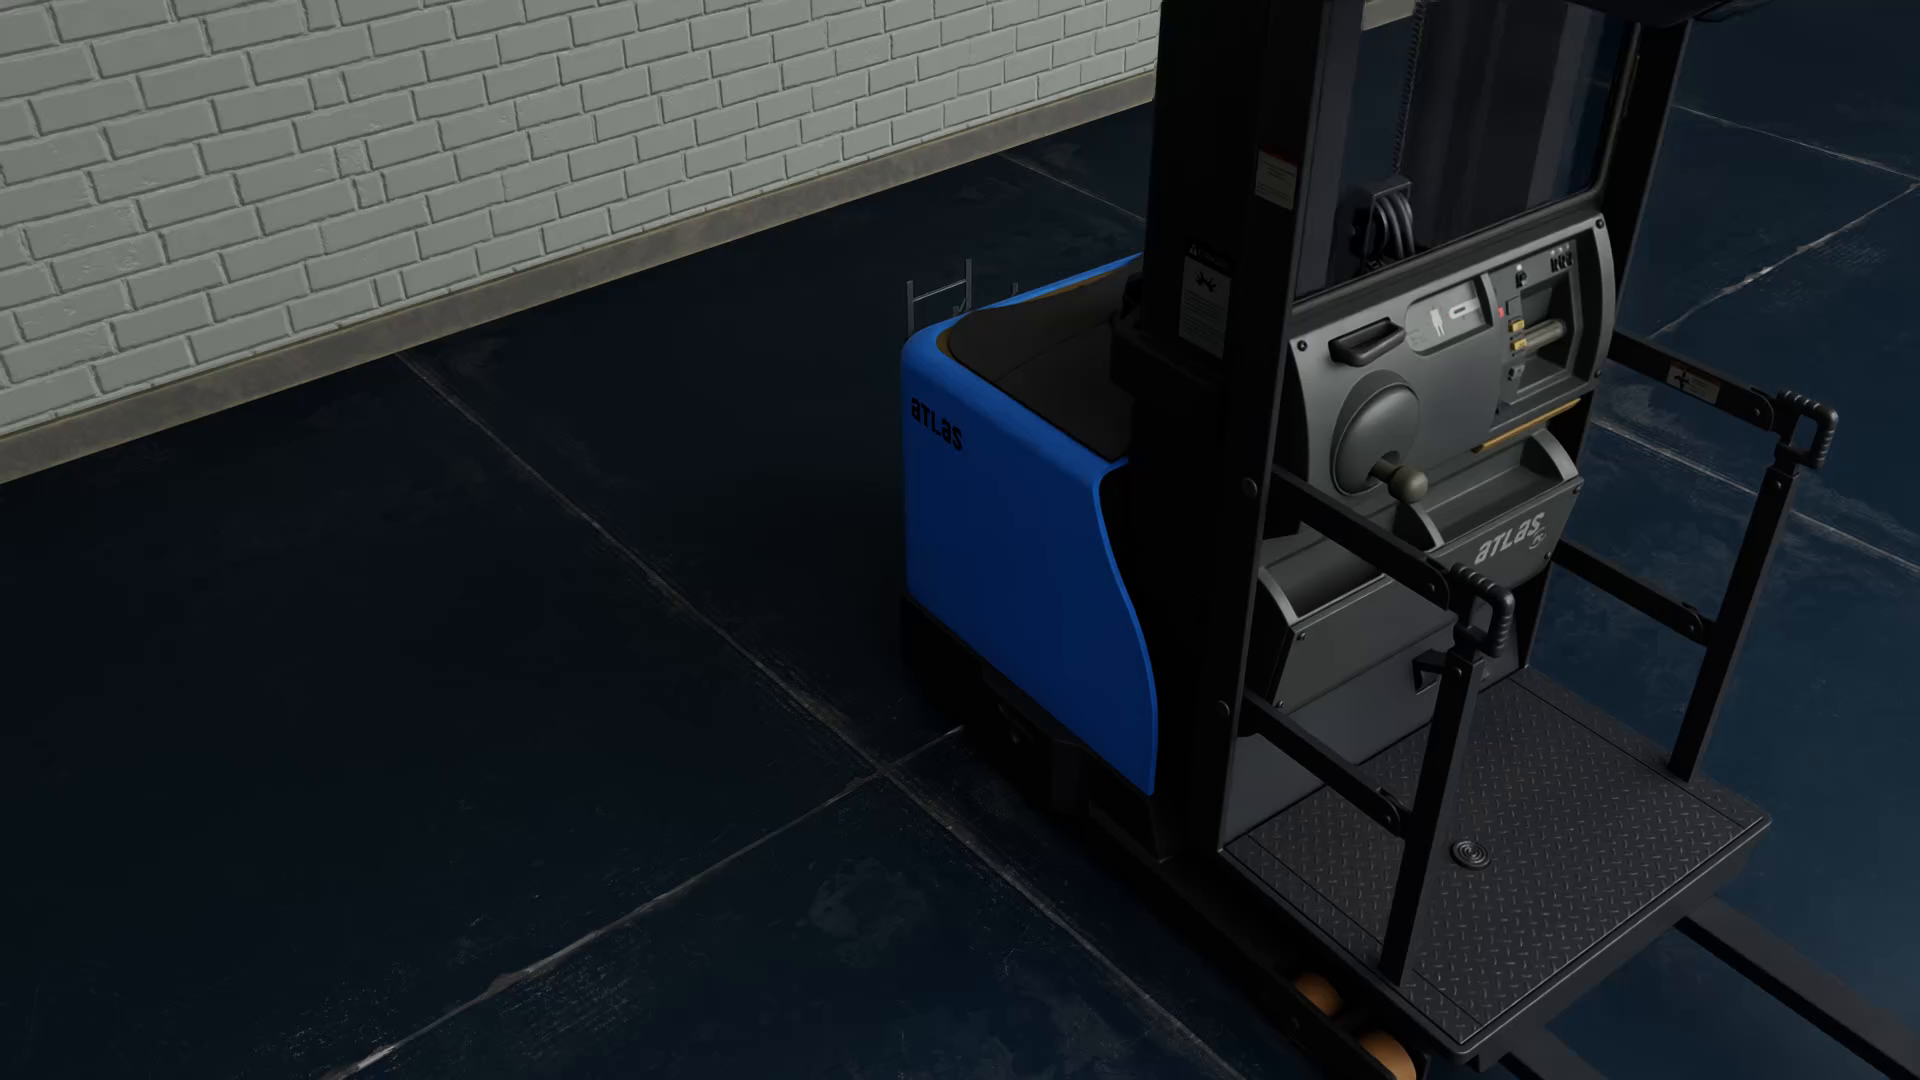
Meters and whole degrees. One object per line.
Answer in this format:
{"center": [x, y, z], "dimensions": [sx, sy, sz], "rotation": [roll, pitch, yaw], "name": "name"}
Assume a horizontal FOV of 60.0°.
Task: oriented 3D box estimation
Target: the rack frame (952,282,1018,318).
{"center": [0.071, -0.319, 4.921], "dimensions": [0.240, 0.900, 0.006], "rotation": [-26, 43, -32], "name": "rack frame"}

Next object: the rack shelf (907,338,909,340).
{"center": [0.005, -0.557, 4.848], "dimensions": [0.258, 0.077, 0.200], "rotation": [-26, 43, -32], "name": "rack shelf"}

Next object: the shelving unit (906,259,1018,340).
{"center": [0.005, -0.364, 4.985], "dimensions": [0.258, 0.900, 0.210], "rotation": [-26, 43, -32], "name": "shelving unit"}

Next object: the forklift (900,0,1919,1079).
{"center": [1.119, -0.311, 3.153], "dimensions": [1.130, 2.935, 3.031], "rotation": [-23, 41, -29], "name": "forklift"}

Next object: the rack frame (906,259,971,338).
{"center": [-0.060, -0.409, 5.048], "dimensions": [0.240, 0.900, 0.006], "rotation": [-26, 43, -32], "name": "rack frame"}
